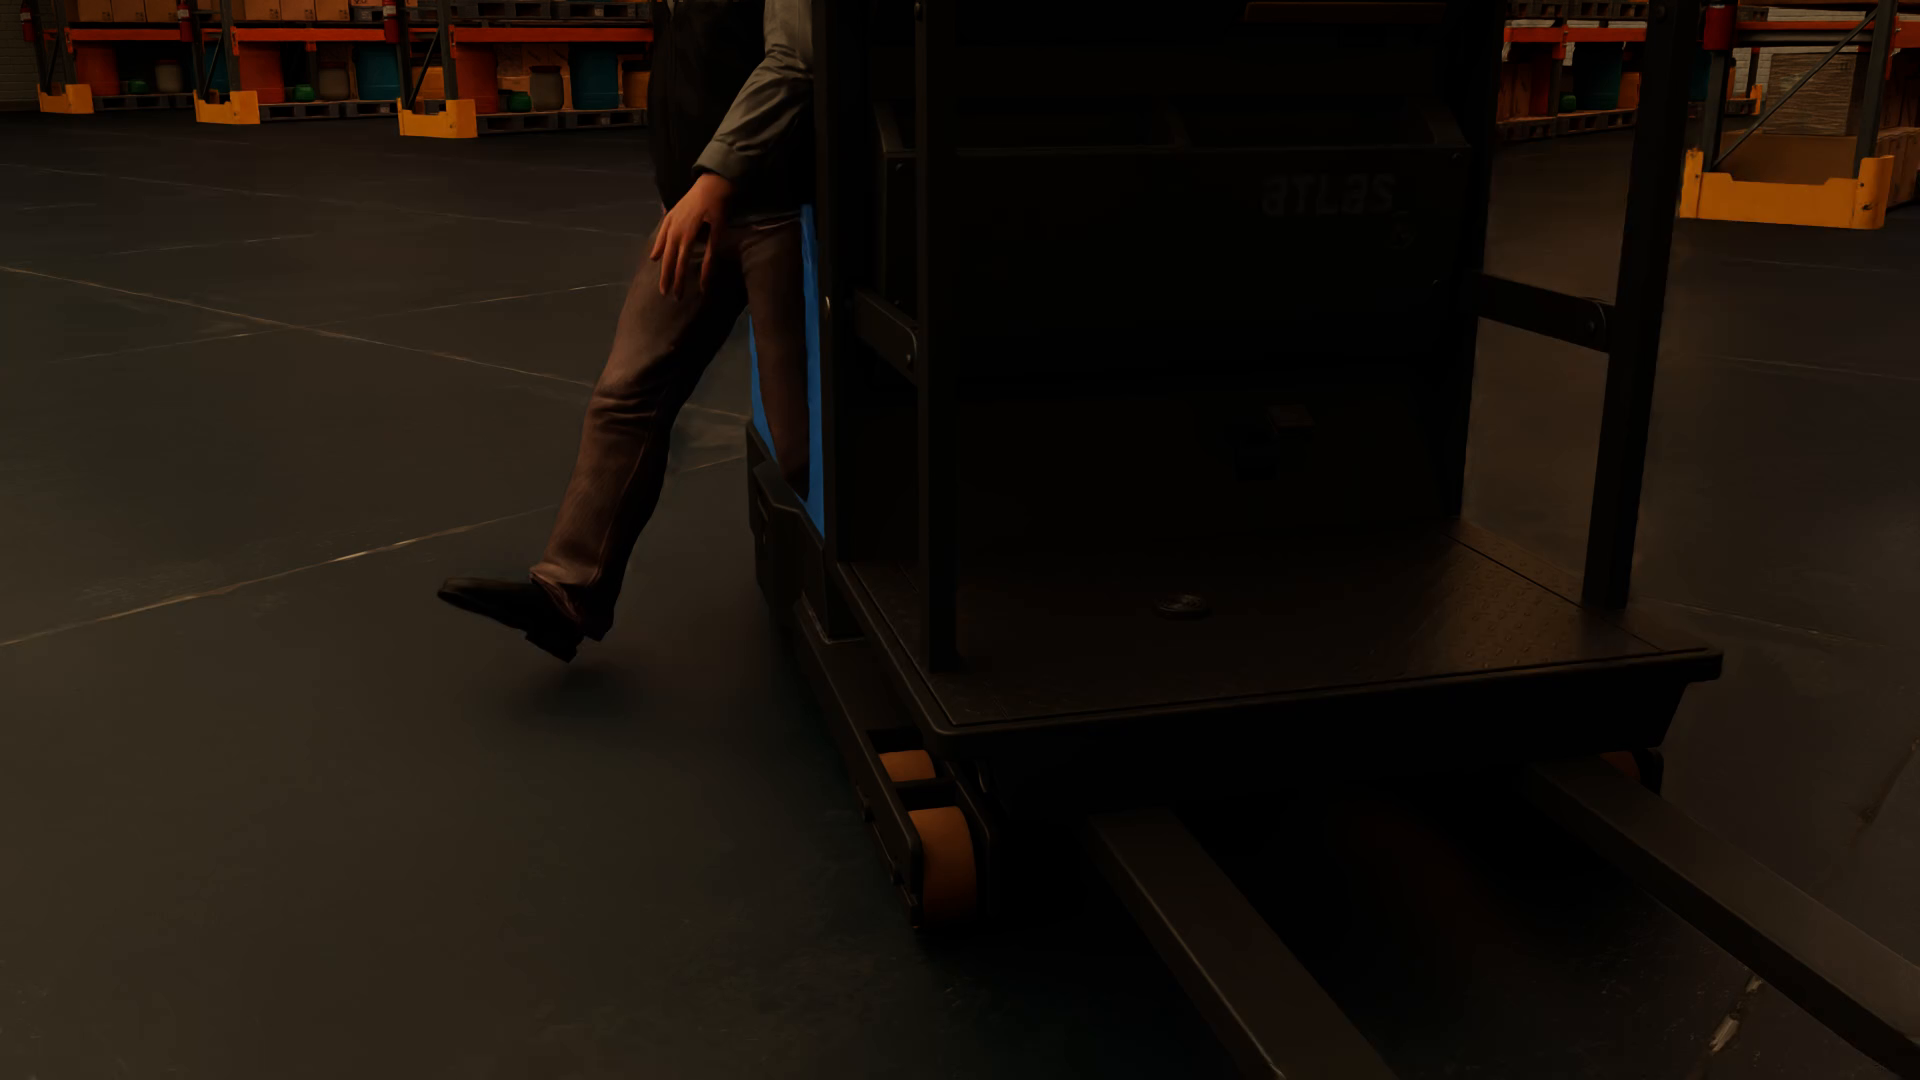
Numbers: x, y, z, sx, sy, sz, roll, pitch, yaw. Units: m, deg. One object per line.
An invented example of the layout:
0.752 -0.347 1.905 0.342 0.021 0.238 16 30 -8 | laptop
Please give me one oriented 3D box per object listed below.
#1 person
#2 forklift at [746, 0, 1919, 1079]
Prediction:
-0.484 -0.549 2.963 0.915 1.687 0.718 -14 22 -39 | person
0.382 -1.004 2.204 1.130 2.935 3.031 -4 17 -14 | forklift
